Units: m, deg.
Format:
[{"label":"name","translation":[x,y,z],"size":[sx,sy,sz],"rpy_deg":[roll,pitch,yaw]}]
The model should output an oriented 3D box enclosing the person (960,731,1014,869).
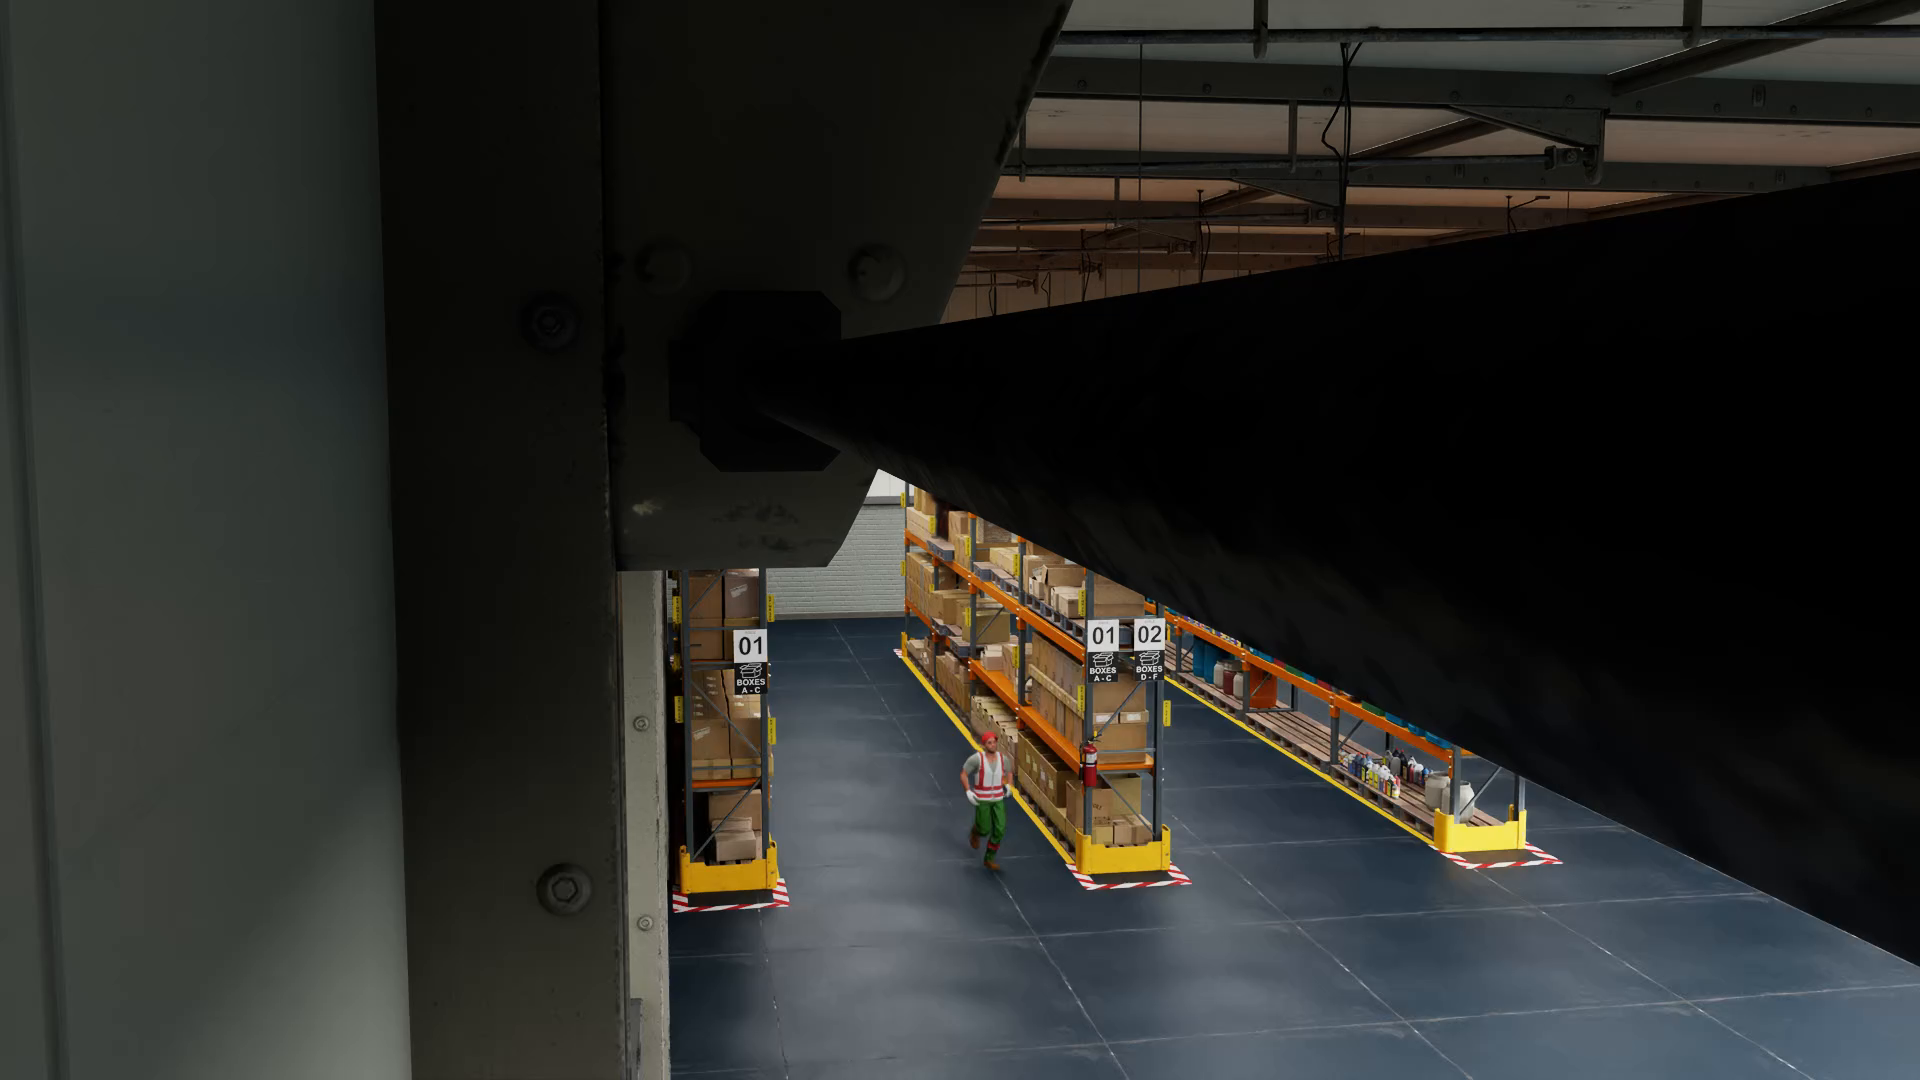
[{"label":"person","translation":[0.362,3.285,21.137],"size":[0.700,1.738,0.598],"rpy_deg":[-2,6,-17]}]
